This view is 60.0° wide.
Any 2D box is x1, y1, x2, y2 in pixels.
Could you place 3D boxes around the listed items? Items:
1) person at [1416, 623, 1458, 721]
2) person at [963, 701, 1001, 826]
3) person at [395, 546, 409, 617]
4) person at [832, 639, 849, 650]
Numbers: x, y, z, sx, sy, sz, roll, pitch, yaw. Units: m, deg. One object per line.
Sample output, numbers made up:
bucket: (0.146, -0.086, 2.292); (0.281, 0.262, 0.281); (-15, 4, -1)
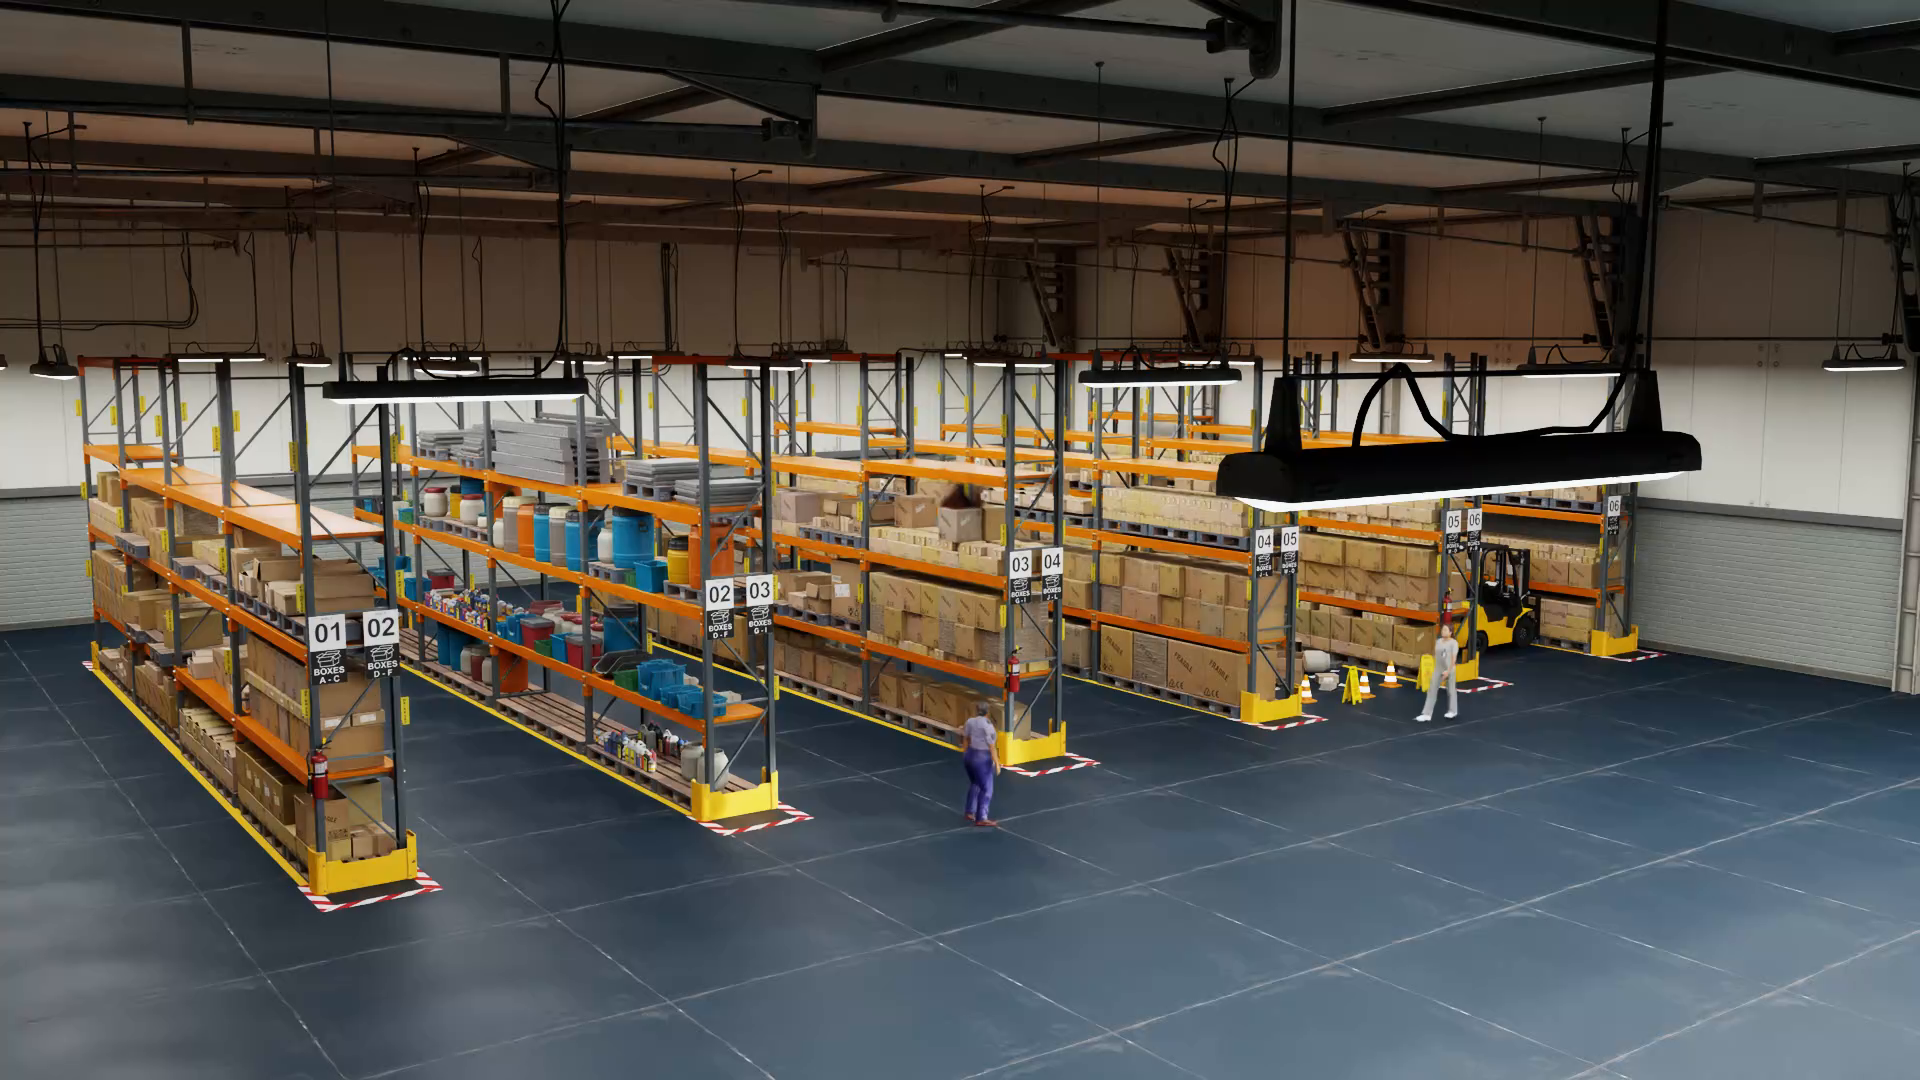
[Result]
person: (7.964, 2.183, 27.461); (0.453, 1.611, 0.968); (6, 9, 42)
person: (0.263, 2.936, 21.717); (0.374, 1.717, 0.560); (-5, 8, -34)
person: (-12.740, 0.943, 37.791); (0.413, 1.602, 0.409); (-1, 7, -5)
person: (-2.449, 1.462, 33.703); (0.436, 1.556, 0.703); (-6, 9, -43)
